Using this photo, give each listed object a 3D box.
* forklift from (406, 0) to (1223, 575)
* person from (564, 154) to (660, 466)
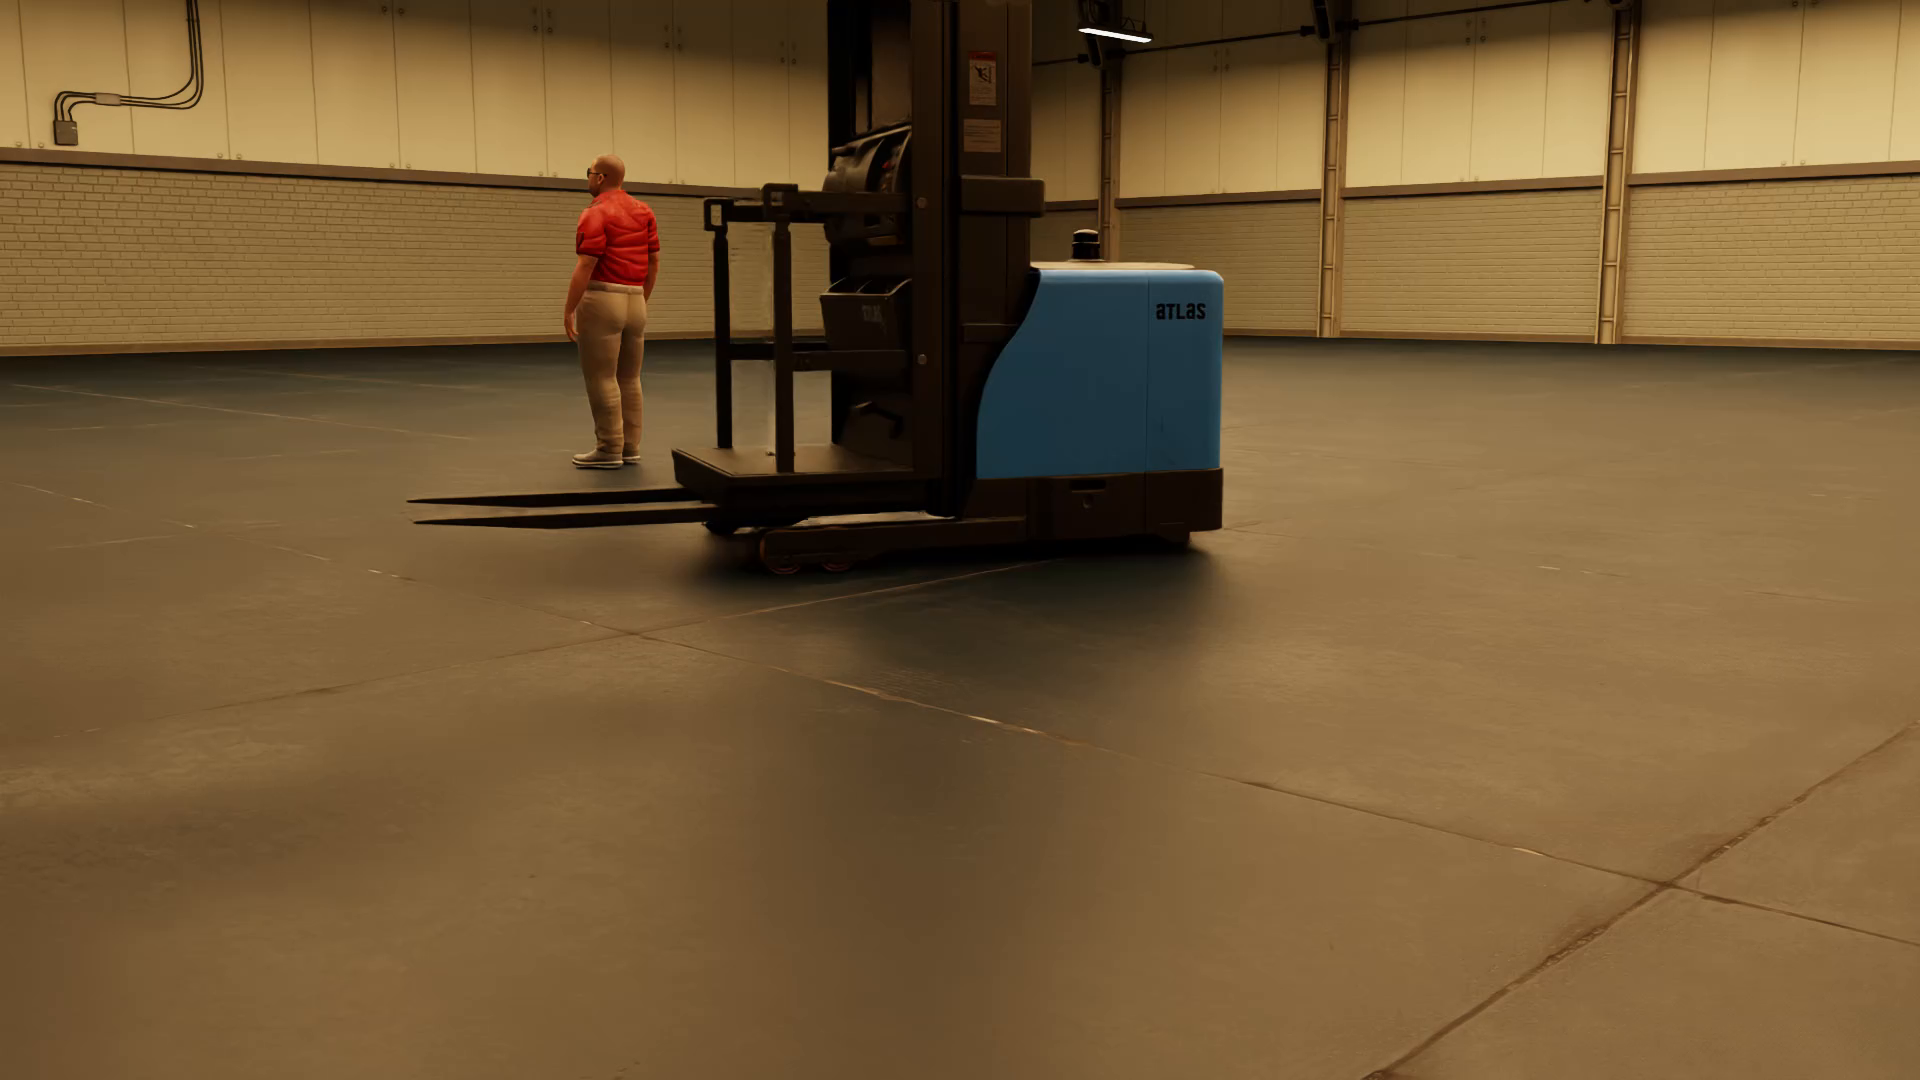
[{"bbox_3d":[-0.542,-1.414,6.263,3.031,2.935,1.130,-3,9,-20],"label":"forklift"},{"bbox_3d":[-2.023,-1.277,9.346,0.551,1.727,0.640,5,10,32],"label":"person"}]
